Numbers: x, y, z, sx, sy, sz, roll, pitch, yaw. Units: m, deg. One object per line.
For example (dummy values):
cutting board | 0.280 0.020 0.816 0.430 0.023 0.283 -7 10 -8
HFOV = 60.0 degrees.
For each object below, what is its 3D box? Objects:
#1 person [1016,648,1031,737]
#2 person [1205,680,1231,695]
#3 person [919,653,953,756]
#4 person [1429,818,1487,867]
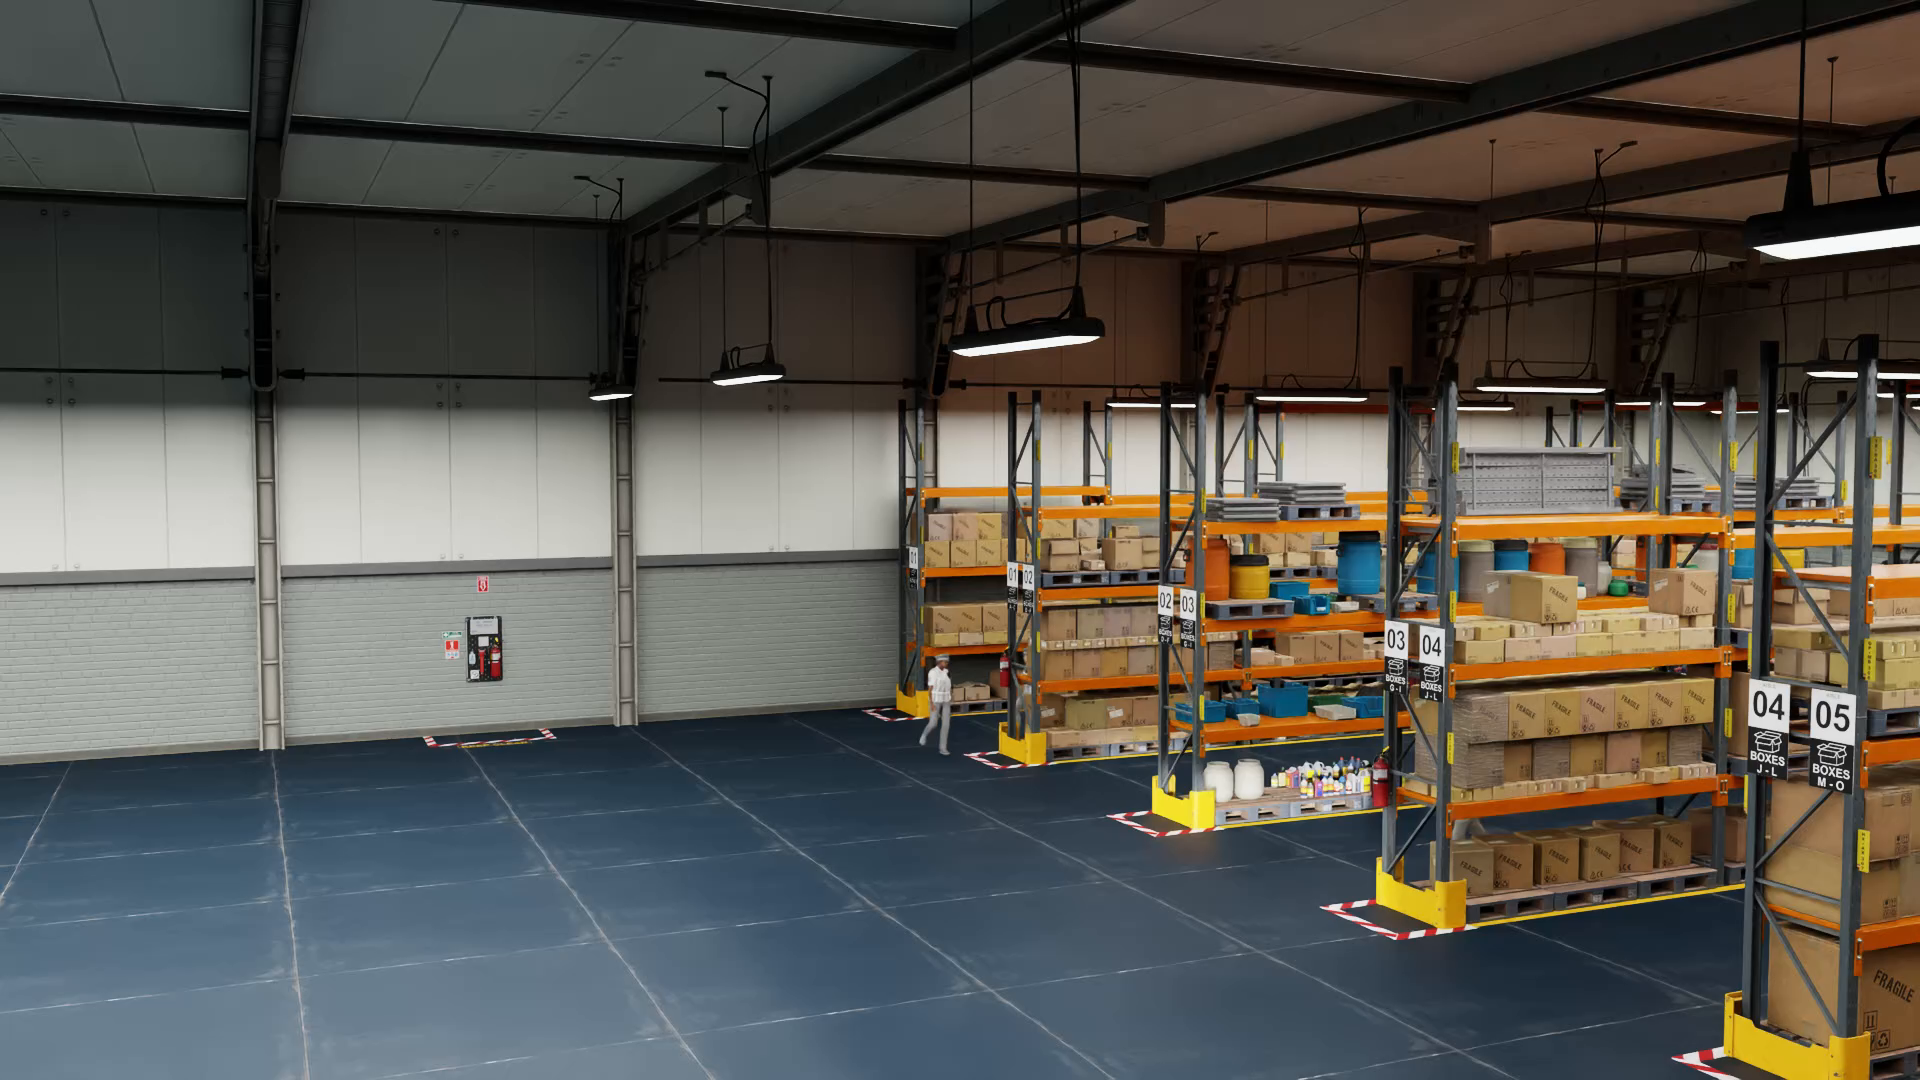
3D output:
person | 1.251 2.671 29.165 0.976 1.542 0.474 -1 4 -18
person | 4.850 2.514 31.332 1.015 1.695 0.678 -2 4 -35
person | -0.357 2.711 27.608 0.493 1.666 0.631 -2 4 -33
person | 6.086 3.091 20.199 1.024 1.714 0.666 -1 4 -18
